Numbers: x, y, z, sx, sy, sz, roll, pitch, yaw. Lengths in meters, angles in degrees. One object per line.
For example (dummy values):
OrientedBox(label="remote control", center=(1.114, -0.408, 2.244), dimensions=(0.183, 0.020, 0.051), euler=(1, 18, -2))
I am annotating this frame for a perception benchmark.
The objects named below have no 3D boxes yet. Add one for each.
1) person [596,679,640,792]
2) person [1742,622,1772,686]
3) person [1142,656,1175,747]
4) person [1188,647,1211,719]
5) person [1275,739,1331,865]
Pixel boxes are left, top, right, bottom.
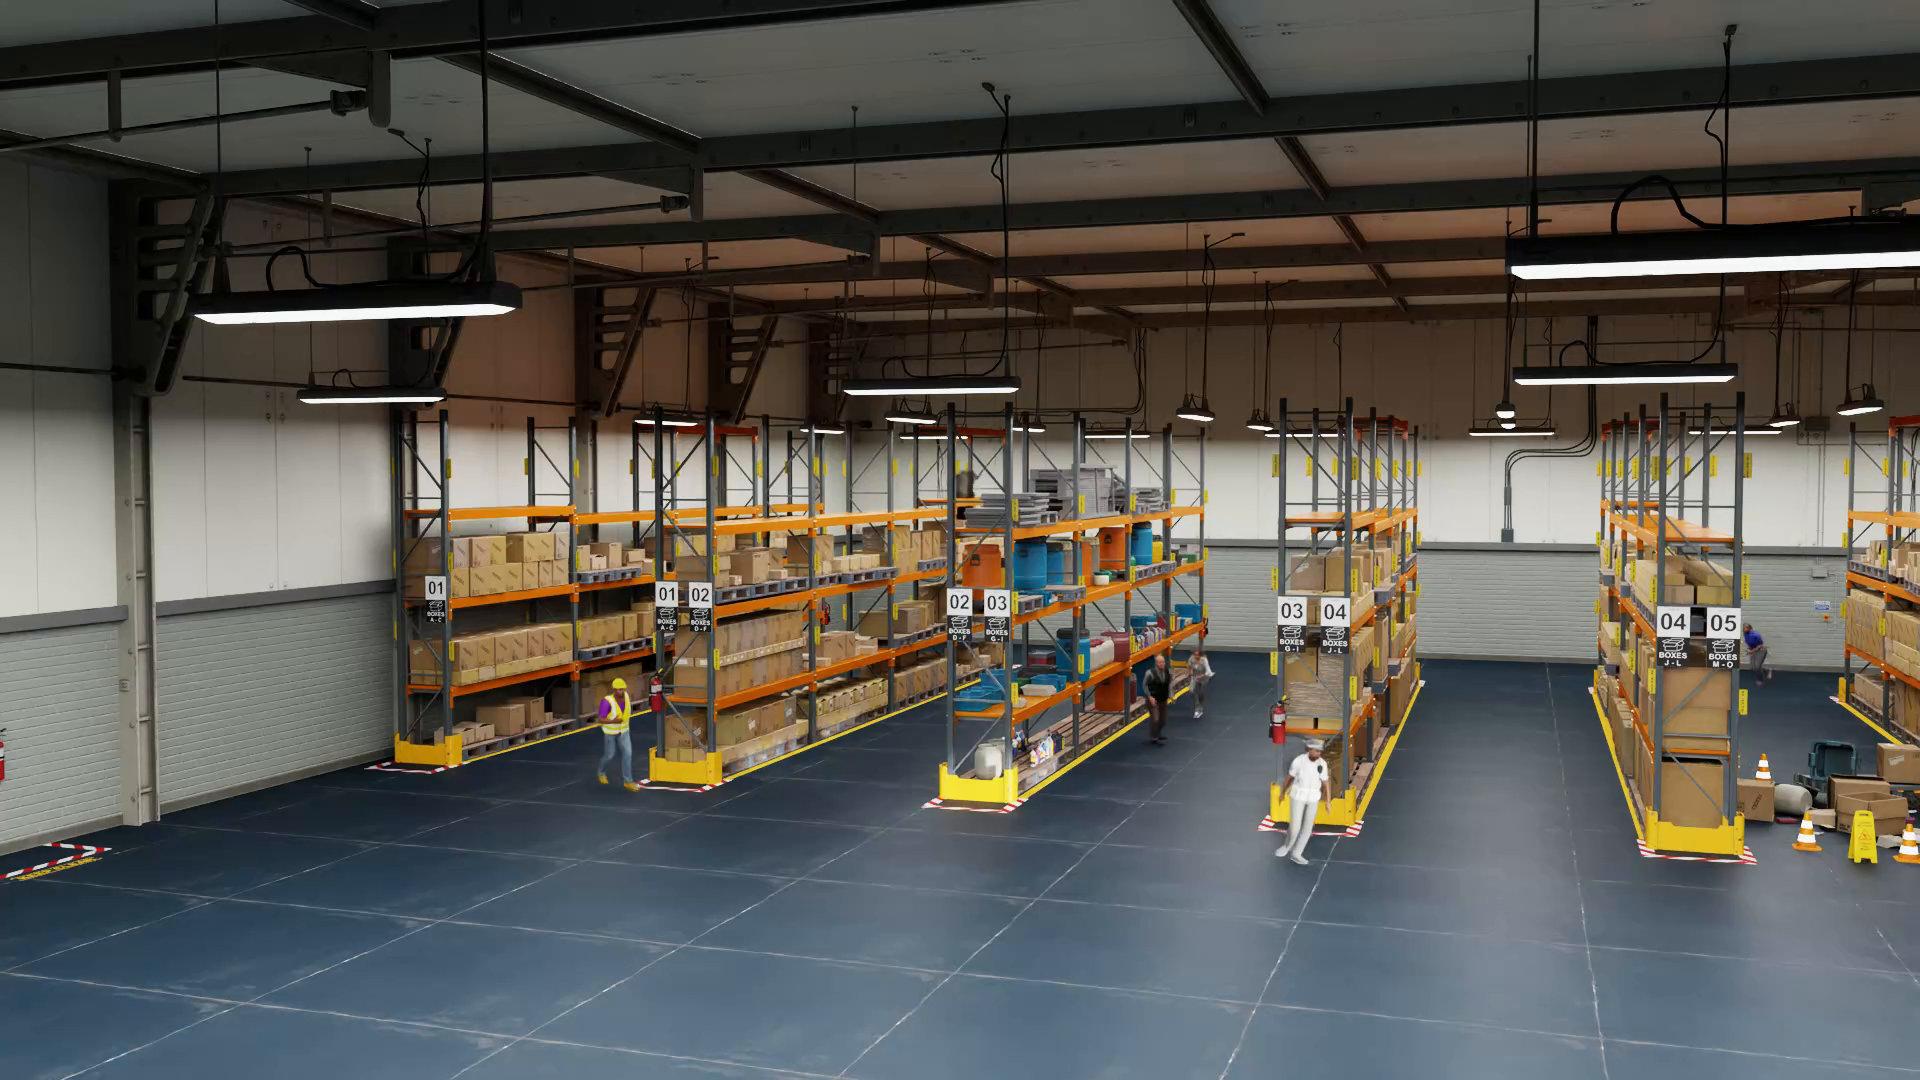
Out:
OrientedBox(label="person", center=(-5.397, 3.019, 25.925), dimensions=(0.624, 1.757, 0.982), euler=(-2, 3, -38))
OrientedBox(label="person", center=(18.443, 2.631, 38.519), dimensions=(0.825, 1.469, 0.585), euler=(-1, 3, -16))
OrientedBox(label="person", center=(3.549, 2.897, 30.102), dimensions=(0.662, 1.668, 0.779), euler=(-1, 3, -22))
OrientedBox(label="person", center=(4.827, 2.836, 33.449), dimensions=(0.542, 1.425, 0.999), euler=(1, 3, 20))
OrientedBox(label="person", center=(4.334, 3.297, 21.000), dimensions=(0.613, 1.632, 0.557), euler=(0, 2, -9))
